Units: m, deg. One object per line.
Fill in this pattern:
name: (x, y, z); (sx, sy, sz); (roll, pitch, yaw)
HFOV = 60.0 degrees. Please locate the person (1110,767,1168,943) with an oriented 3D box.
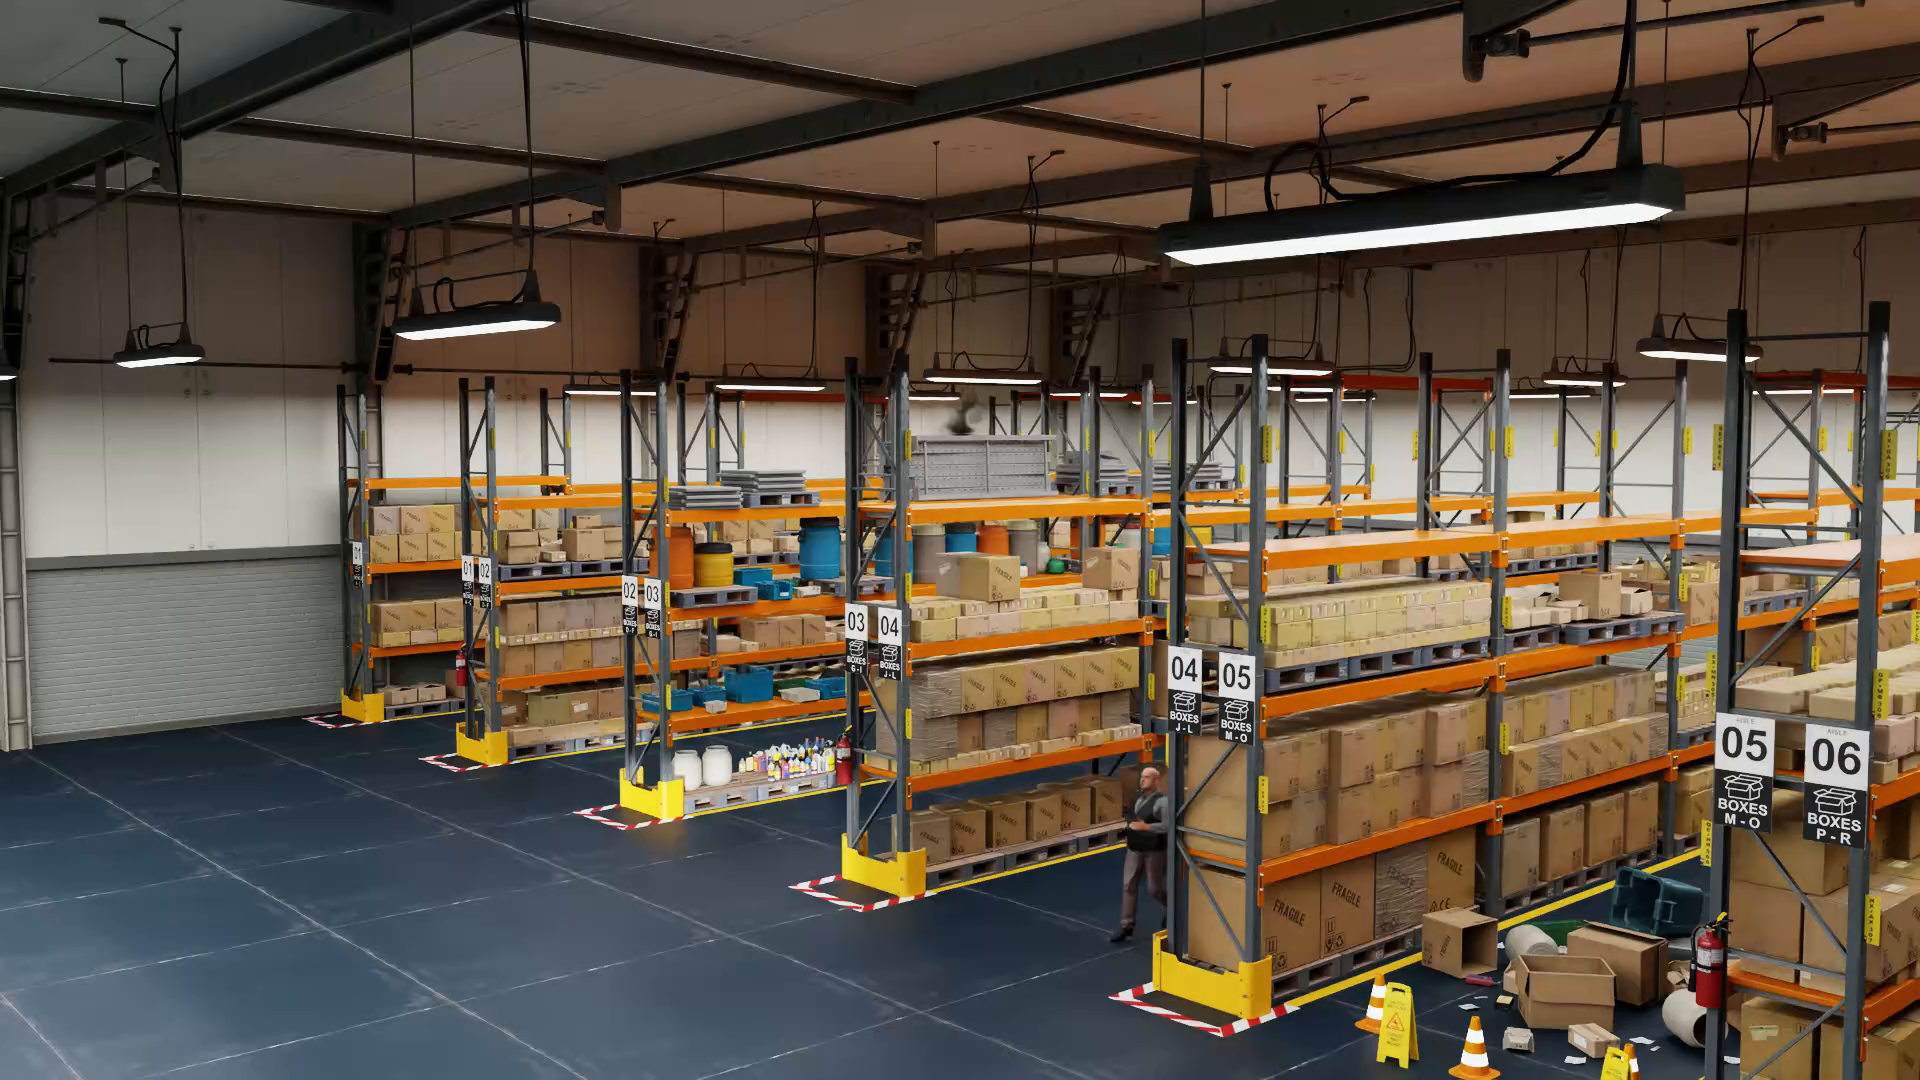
person: (1.892, 3.165, 16.880); (0.921, 1.716, 0.662); (-4, 5, -44)

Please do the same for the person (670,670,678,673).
person: (-5.293, 2.289, 30.461); (0.759, 1.829, 0.659); (-3, 5, -40)
